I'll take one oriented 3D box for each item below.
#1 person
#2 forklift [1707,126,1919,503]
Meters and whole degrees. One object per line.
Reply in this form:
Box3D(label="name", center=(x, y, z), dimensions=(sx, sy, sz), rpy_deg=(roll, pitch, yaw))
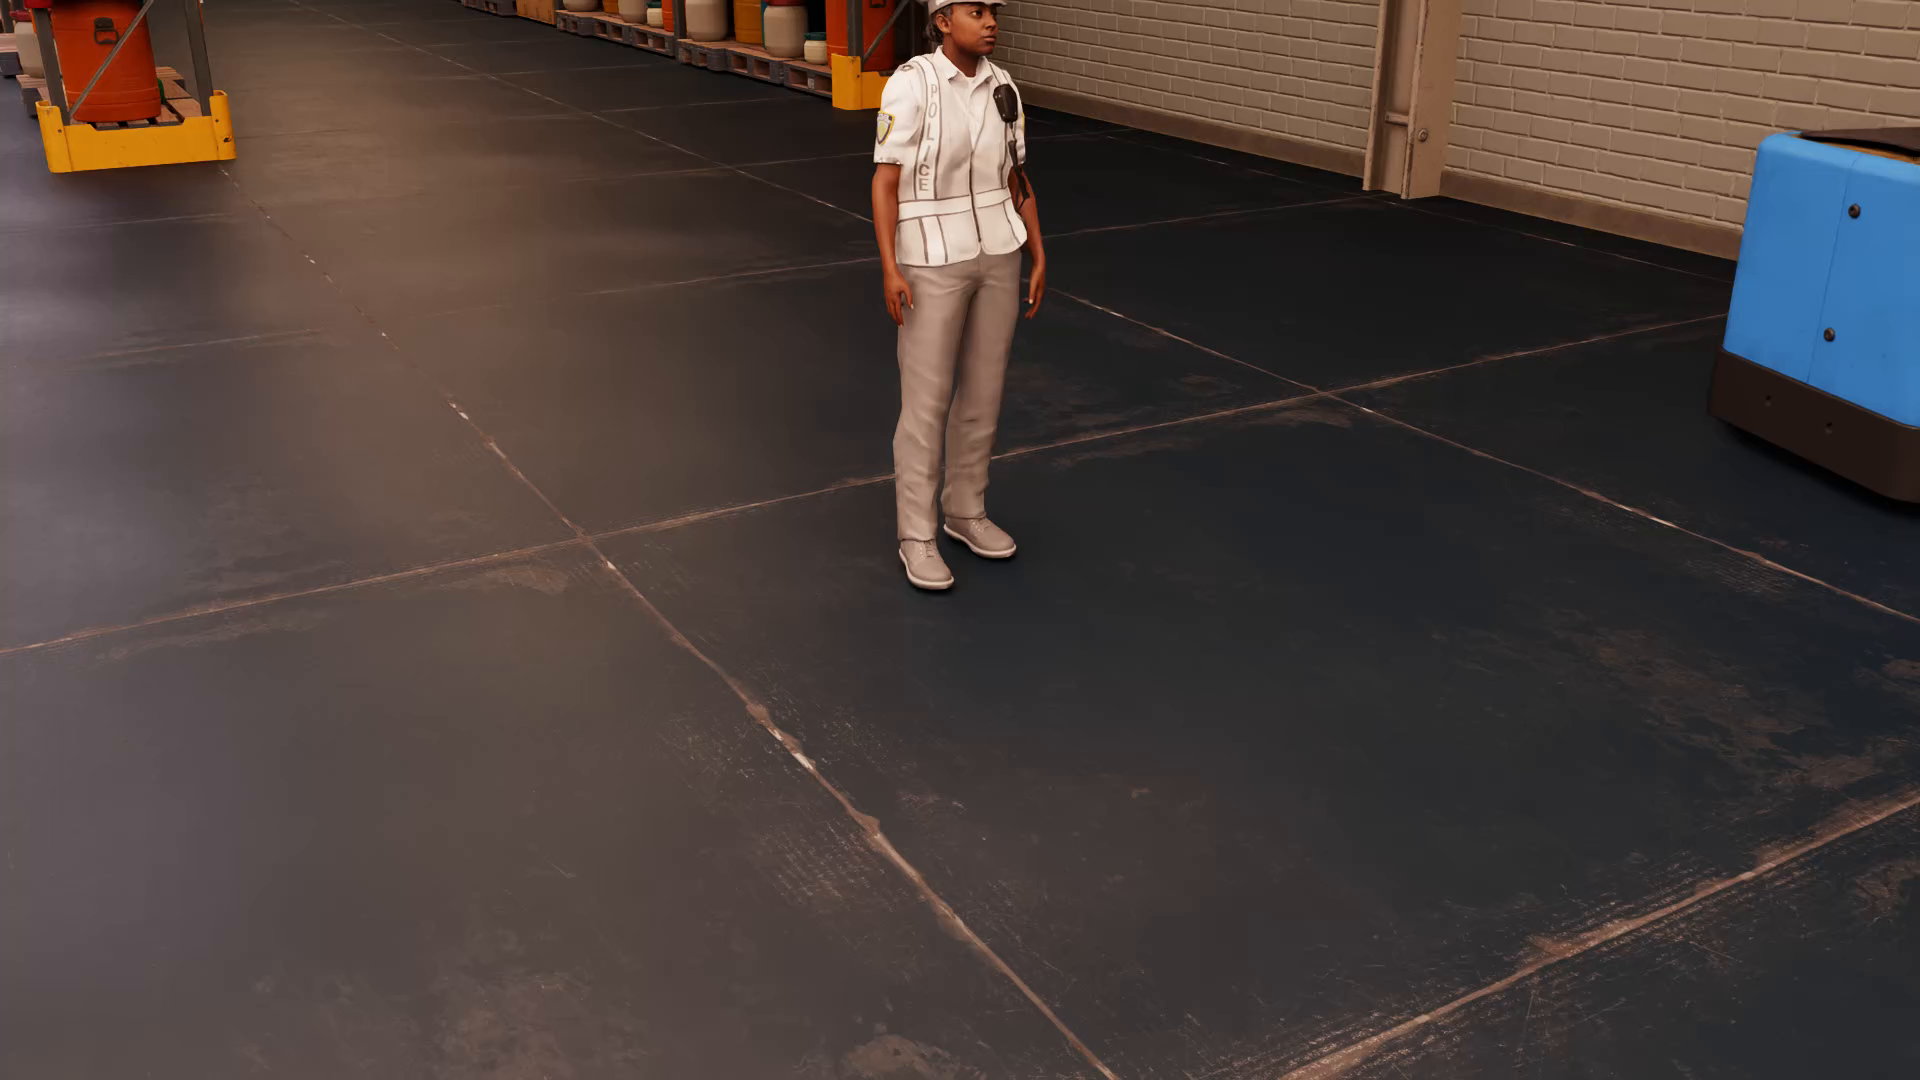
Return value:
Box3D(label="person", center=(0.021, -0.762, 4.741), dimensions=(0.569, 1.695, 0.528), rpy_deg=(-12, 25, -28))
Box3D(label="forklift", center=(4.308, -1.721, 5.468), dimensions=(3.031, 2.935, 1.130), rpy_deg=(-5, 23, -12))
